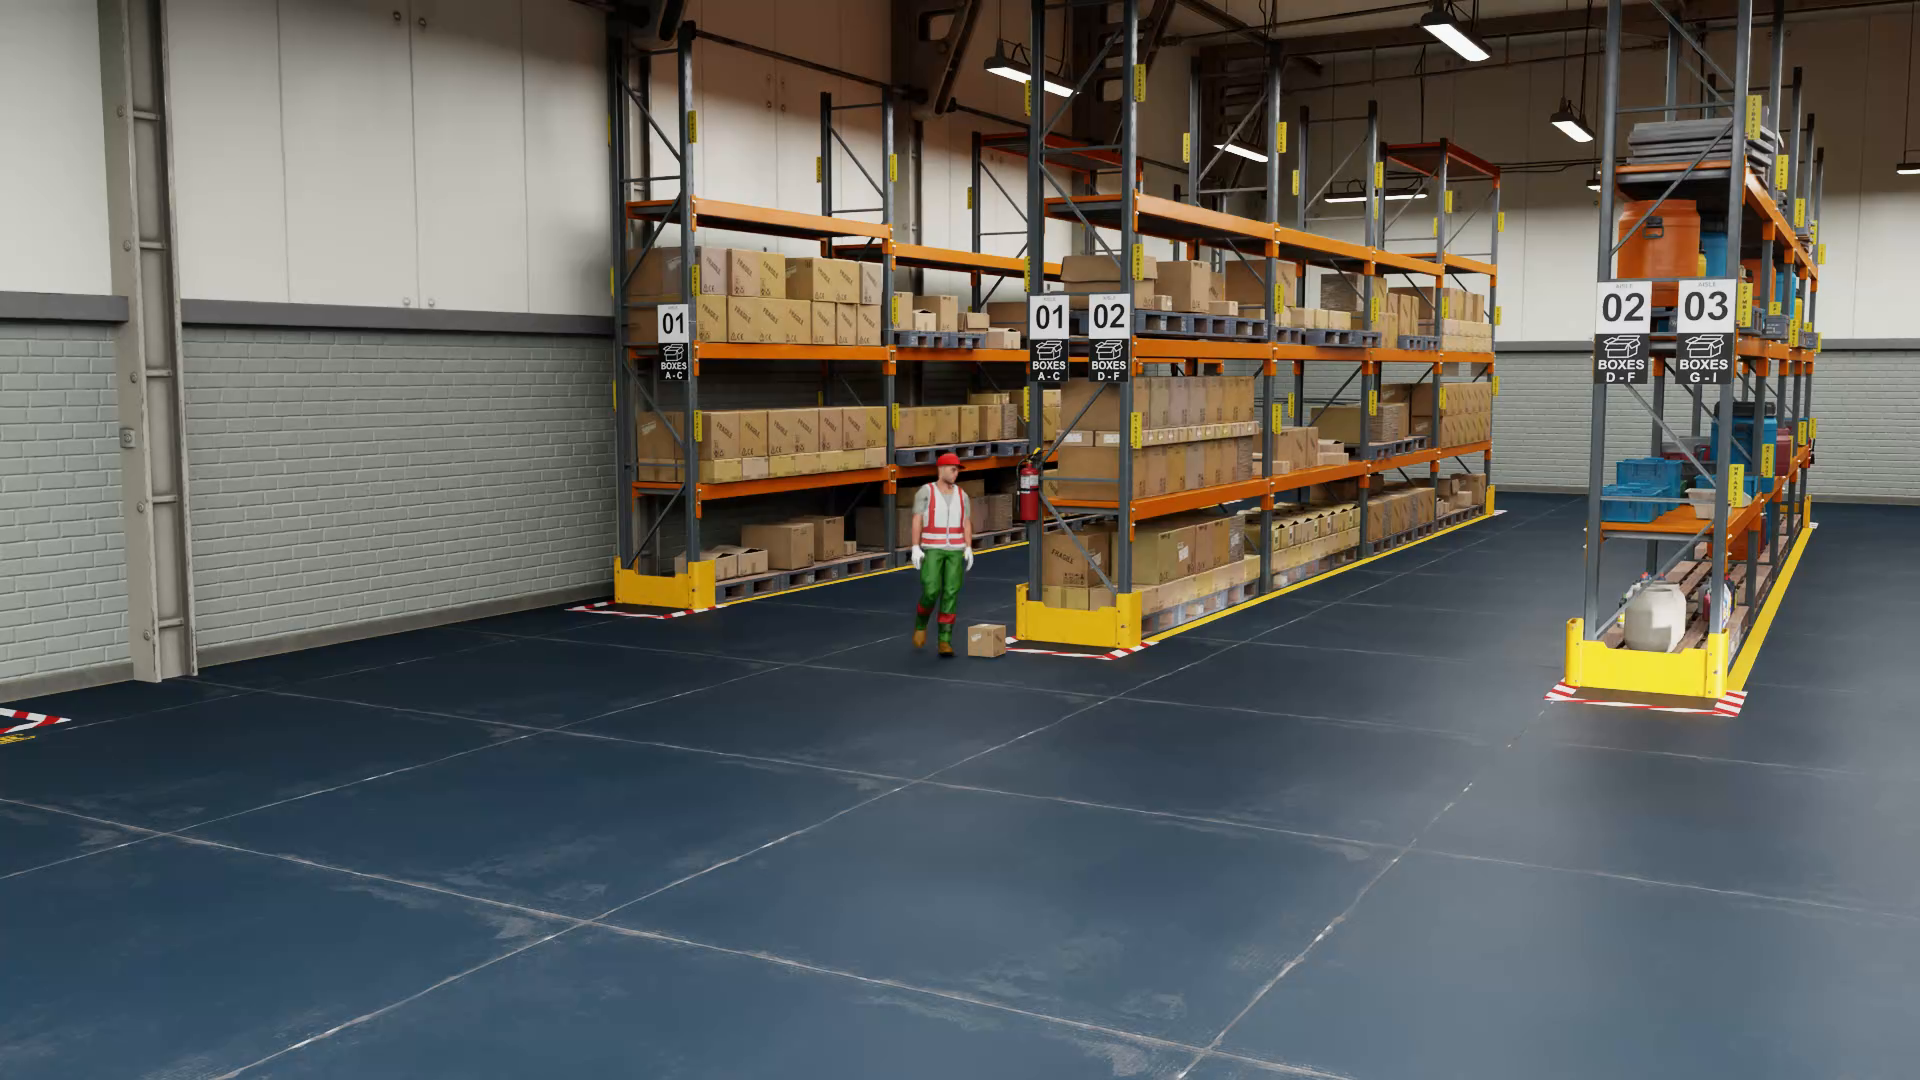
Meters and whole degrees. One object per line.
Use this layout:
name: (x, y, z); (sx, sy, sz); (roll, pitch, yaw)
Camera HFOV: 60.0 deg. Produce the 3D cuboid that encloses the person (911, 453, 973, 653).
person: (-0.145, 0.121, 14.793); (0.576, 1.775, 0.560); (-2, 6, -19)
